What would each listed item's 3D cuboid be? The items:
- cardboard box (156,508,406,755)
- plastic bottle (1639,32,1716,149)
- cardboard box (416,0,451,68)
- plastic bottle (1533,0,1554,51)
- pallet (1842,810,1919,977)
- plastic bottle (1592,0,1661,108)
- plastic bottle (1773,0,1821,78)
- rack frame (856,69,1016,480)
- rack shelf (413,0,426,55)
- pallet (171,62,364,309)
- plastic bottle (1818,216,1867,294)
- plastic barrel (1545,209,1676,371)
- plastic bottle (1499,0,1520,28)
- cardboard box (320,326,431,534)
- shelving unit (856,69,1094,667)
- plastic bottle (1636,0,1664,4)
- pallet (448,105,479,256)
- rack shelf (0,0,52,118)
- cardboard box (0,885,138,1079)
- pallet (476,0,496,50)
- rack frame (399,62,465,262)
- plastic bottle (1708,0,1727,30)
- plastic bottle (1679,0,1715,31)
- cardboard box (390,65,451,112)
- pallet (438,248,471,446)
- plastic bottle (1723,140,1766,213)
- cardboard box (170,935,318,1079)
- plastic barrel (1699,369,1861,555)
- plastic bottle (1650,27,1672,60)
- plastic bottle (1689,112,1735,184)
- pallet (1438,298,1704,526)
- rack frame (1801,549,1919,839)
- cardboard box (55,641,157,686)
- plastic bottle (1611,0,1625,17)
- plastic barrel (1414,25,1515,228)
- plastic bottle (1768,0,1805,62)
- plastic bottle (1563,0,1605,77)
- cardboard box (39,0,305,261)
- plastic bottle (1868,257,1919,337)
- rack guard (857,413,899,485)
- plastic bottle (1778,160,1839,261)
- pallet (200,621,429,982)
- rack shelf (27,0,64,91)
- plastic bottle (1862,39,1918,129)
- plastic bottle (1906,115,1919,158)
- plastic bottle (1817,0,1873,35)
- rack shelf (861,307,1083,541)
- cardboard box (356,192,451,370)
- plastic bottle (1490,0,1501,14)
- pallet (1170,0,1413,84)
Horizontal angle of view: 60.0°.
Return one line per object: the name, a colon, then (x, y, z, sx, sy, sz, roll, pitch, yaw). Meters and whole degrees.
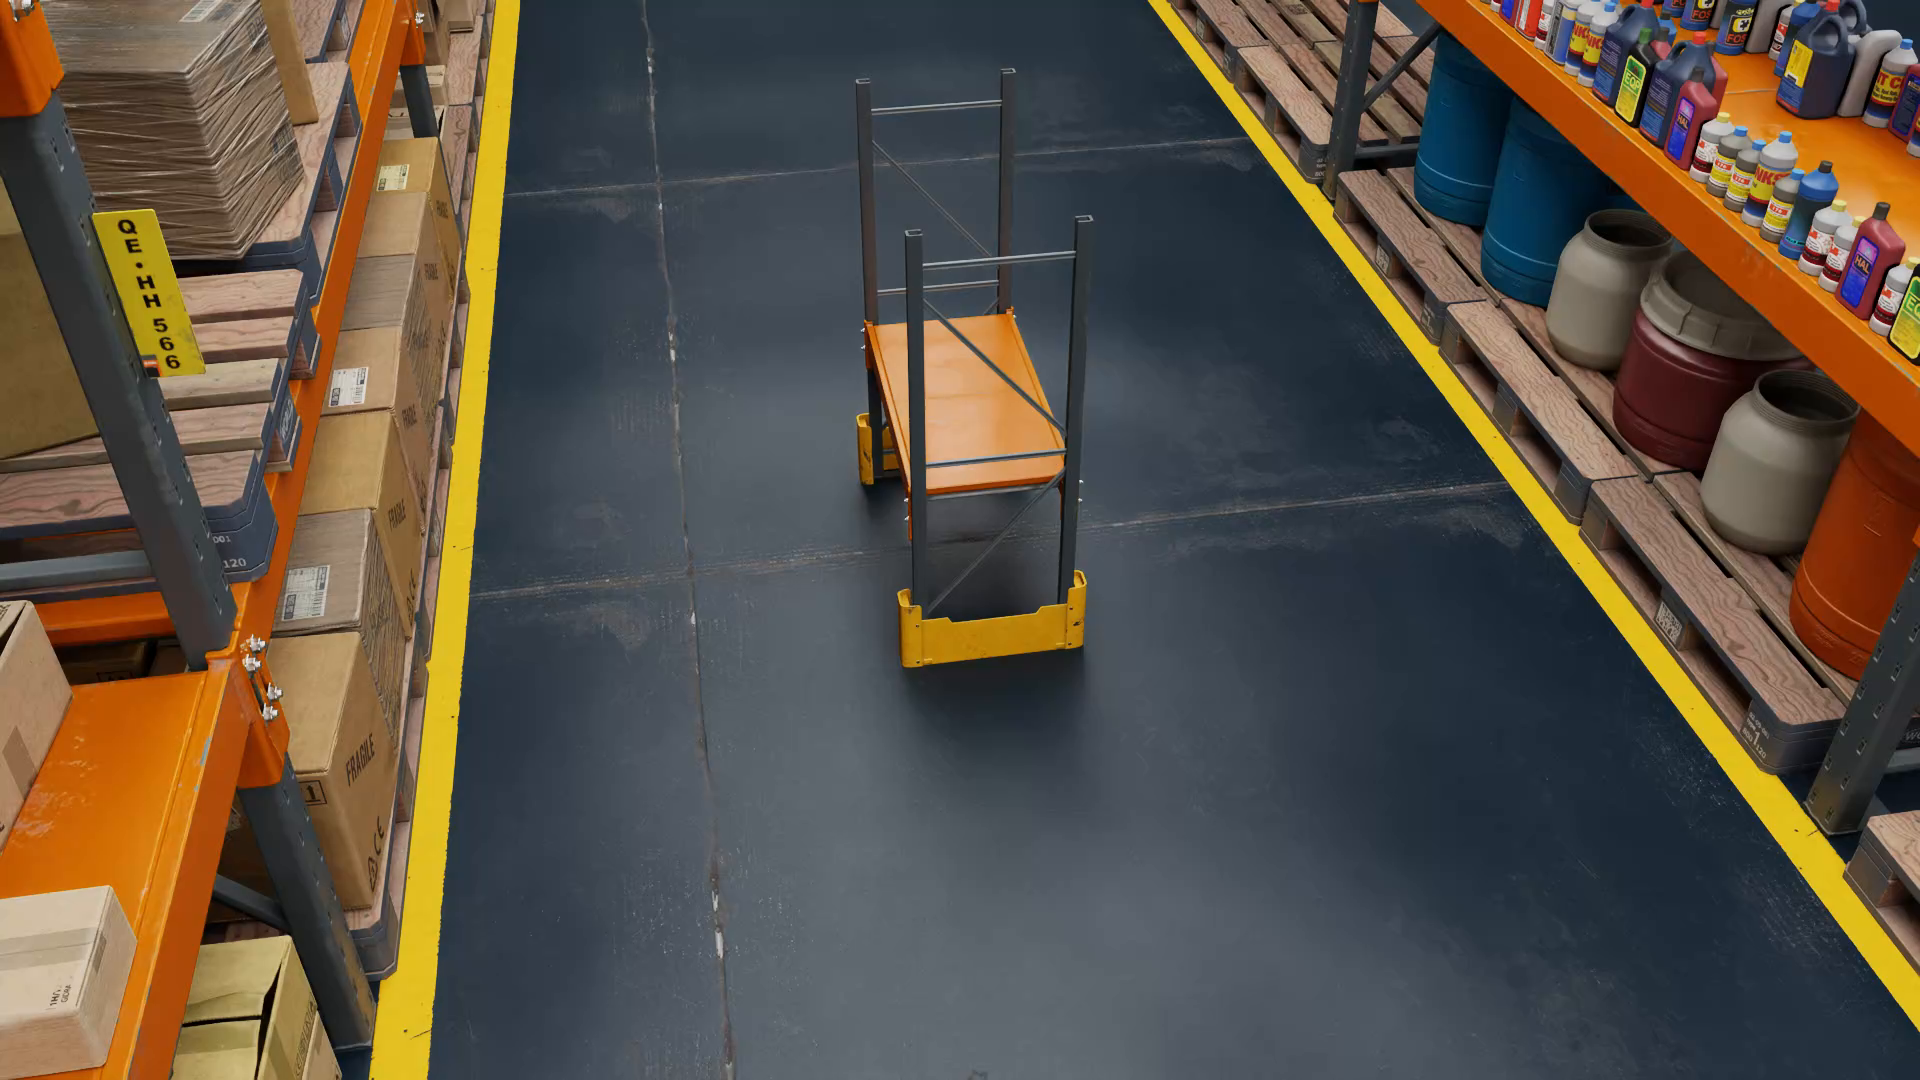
cardboard box: (-1.857, 0.285, 4.617, 0.500, 0.500, 0.500, -8, 38, -10)
plastic bottle: (2.238, -1.408, 5.157, 0.144, 0.351, 0.185, -6, 38, -8)
cardboard box: (-2.997, -2.646, 8.387, 0.797, 0.503, 0.637, -6, 38, -8)
plastic bottle: (2.076, -1.823, 5.813, 0.097, 0.201, 0.097, 0, 38, 0)
pallet: (3.014, 1.135, 4.117, 1.003, 0.211, 1.213, -6, 38, -8)
plastic bottle: (2.182, -1.600, 5.405, 0.144, 0.351, 0.185, -6, 38, -8)
plastic bottle: (2.830, -1.699, 5.597, 0.097, 0.271, 0.097, 0, 38, 0)
rack frame: (-0.074, -0.848, 5.619, 0.500, 1.500, 0.032, -6, 38, -8)
rack shelf: (-3.013, -3.247, 8.071, 1.077, 0.370, 4.000, -6, 38, -8)
pallet: (-2.307, -1.006, 4.756, 1.003, 0.211, 1.213, -6, 38, -8)
plastic bottle: (2.382, -0.769, 4.457, 0.097, 0.201, 0.097, 0, 38, 0)
plastic barrel: (2.428, -0.929, 6.186, 0.421, 0.512, 0.421, 0, 38, 0)
plastic bottle: (2.015, -2.004, 5.980, 0.061, 0.283, 0.133, -6, 38, -8)
cardboard box: (-2.037, -0.333, 5.413, 0.500, 0.500, 0.500, -7, 38, -9)
shelving unit: (0.013, -0.546, 5.231, 0.587, 1.500, 1.083, -6, 38, -8)
plastic bottle: (2.588, -2.187, 6.161, 0.144, 0.351, 0.185, -6, 38, -8)
pallet: (-2.782, -1.637, 7.685, 1.003, 0.211, 1.213, -6, 38, -8)
rack shelf: (-1.611, 0.400, 0.931, 1.077, 0.370, 4.000, -6, 38, -8)
cardboard box: (-1.532, 0.705, 2.602, 0.380, 0.149, 0.250, -6, 38, -8)
pallet: (-3.210, -3.111, 9.582, 1.003, 0.211, 1.213, -6, 38, -8)
rack frame: (-2.663, -2.323, 6.296, 1.000, 3.000, 0.127, -6, 38, -8)
plastic bottle: (2.778, -1.995, 5.974, 0.152, 0.276, 0.135, -6, 38, -8)
plastic bottle: (2.659, -1.969, 5.944, 0.097, 0.271, 0.097, 0, 38, 0)
cardboard box: (-2.685, -2.176, 8.057, 0.380, 0.166, 0.250, -6, 38, -8)
pallet: (-2.483, -0.735, 6.524, 1.003, 0.211, 1.213, -6, 38, -8)
plastic bottle: (2.297, -1.063, 4.835, 0.097, 0.201, 0.097, 0, 38, 0)
cardboard box: (-1.627, 1.081, 3.355, 0.500, 0.311, 0.500, -5, 38, -7)
plastic barrel: (2.626, -0.246, 5.308, 0.421, 0.512, 0.421, 0, 38, 0)
plastic bottle: (2.229, -1.479, 5.304, 0.061, 0.283, 0.133, -6, 38, -8)
plastic bottle: (2.263, -1.181, 4.987, 0.097, 0.201, 0.097, 0, 38, 0)
pallet: (2.526, -0.544, 6.278, 1.003, 0.211, 1.213, -6, 38, -8)
rack frame: (2.916, -0.438, 3.869, 1.000, 3.000, 0.127, -6, 38, -8)
cardboard box: (-2.356, 0.366, 4.512, 0.500, 0.500, 0.500, -5, 38, -6)
plastic bottle: (2.243, -1.780, 5.758, 0.097, 0.201, 0.097, 0, 38, 0)
plastic barrel: (2.293, -1.861, 7.068, 0.600, 0.901, 0.708, -6, 38, -8)
plastic bottle: (2.866, -1.758, 5.730, 0.097, 0.201, 0.097, 0, 38, 0)
plastic bottle: (2.117, -1.710, 5.611, 0.097, 0.271, 0.097, 0, 38, 0)
cardboard box: (-2.155, -1.054, 4.238, 0.700, 0.500, 0.500, 0, 38, 1)
plastic bottle: (2.423, -0.630, 4.277, 0.097, 0.201, 0.097, 0, 38, 0)
rack guard: (-0.074, -0.353, 6.001, 0.587, 0.250, 0.087, -6, 38, -8)
plastic bottle: (2.348, -0.914, 4.587, 0.097, 0.271, 0.097, 0, 38, 0)
pallet: (-2.055, 0.739, 4.627, 1.003, 0.211, 1.213, -6, 38, -8)
rack shelf: (-2.312, -2.016, 4.041, 1.077, 0.370, 4.000, -6, 38, -8)
plastic bottle: (2.962, -1.454, 5.281, 0.097, 0.271, 0.097, 0, 38, 0)
plastic bottle: (3.003, -1.314, 5.102, 0.097, 0.271, 0.097, 0, 38, 0)
plastic bottle: (2.891, -1.649, 5.468, 0.144, 0.351, 0.185, -6, 38, -8)
rack shelf: (0.015, -0.399, 5.334, 0.538, 0.185, 1.000, -6, 38, -8)
cardboard box: (-2.216, -0.943, 6.198, 0.500, 0.500, 0.500, -6, 38, -8)
plastic bottle: (2.012, -2.043, 6.097, 0.097, 0.201, 0.097, 0, 38, 0)
pallet: (1.830, -2.931, 9.351, 1.003, 0.211, 1.213, -6, 38, -8)
